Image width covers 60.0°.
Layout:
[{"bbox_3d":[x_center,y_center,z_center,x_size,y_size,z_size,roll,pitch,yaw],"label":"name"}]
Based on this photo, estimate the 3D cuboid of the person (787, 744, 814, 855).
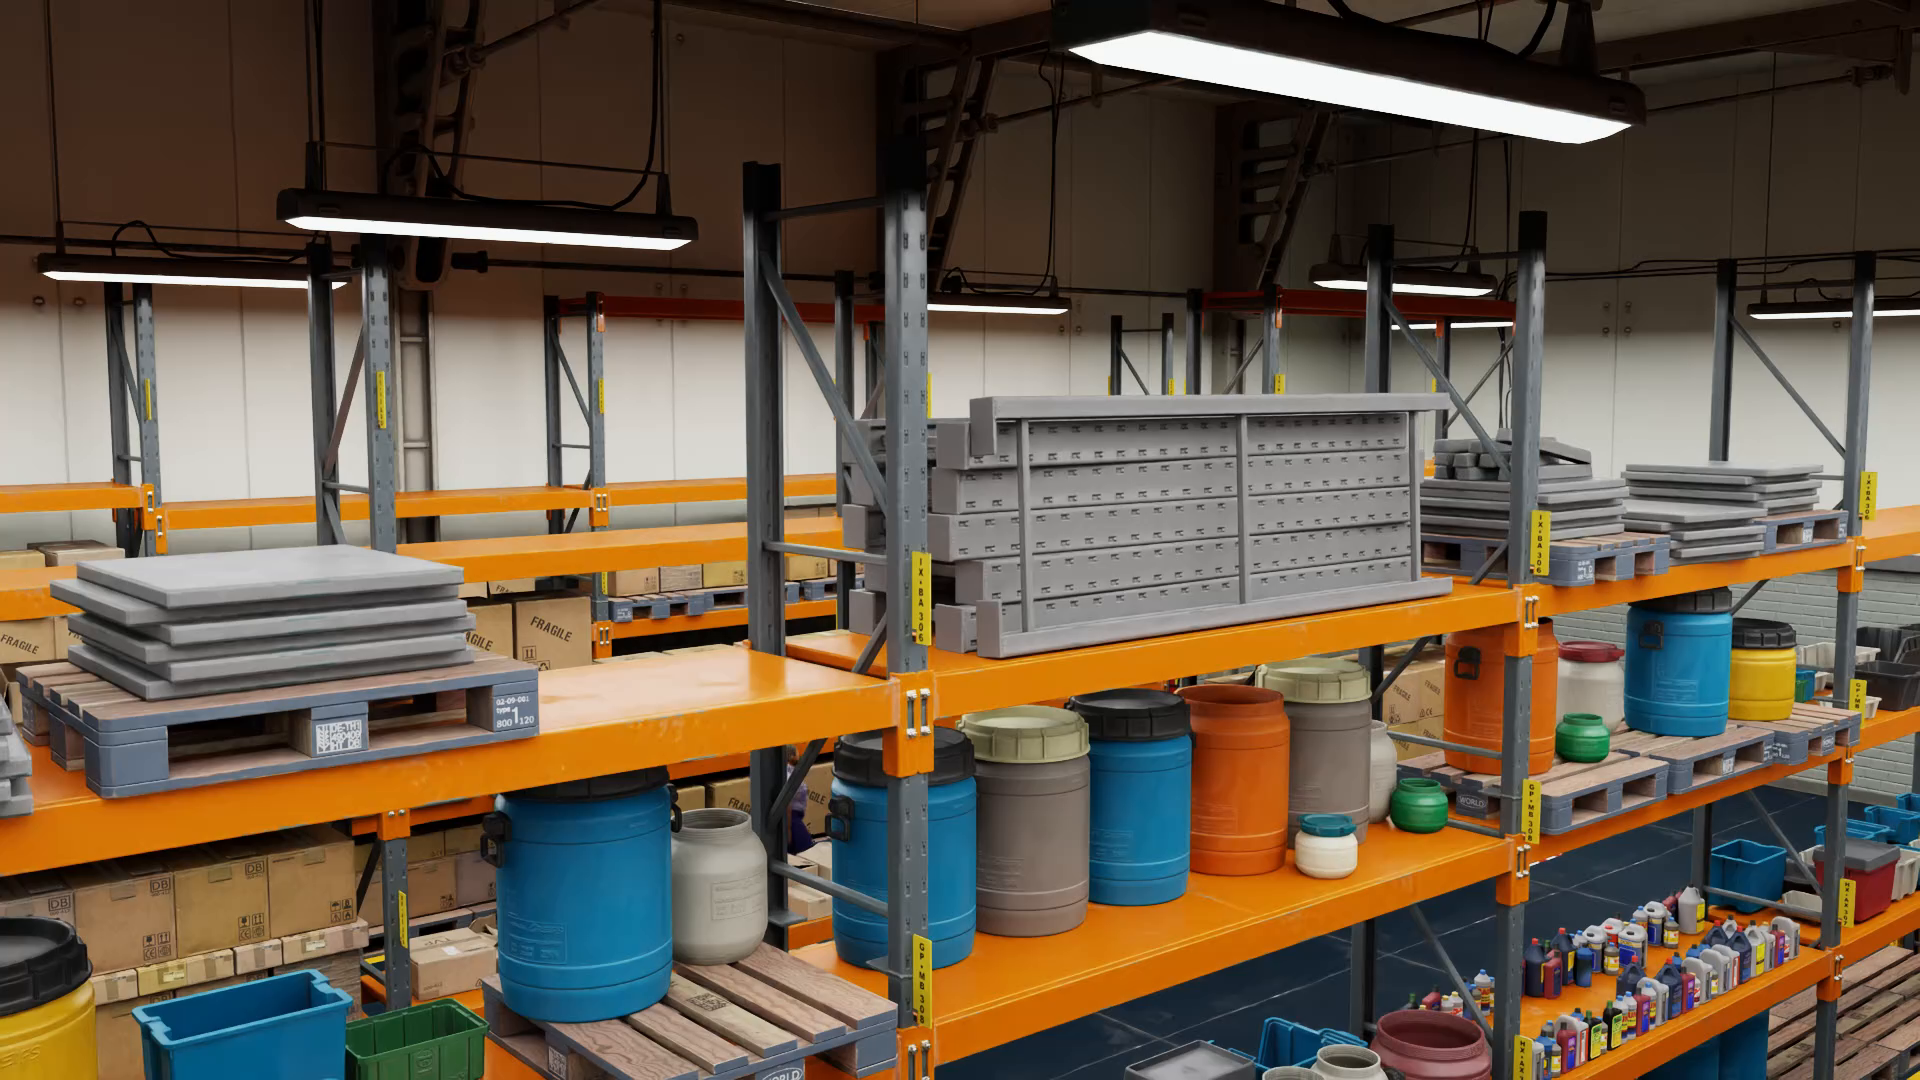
[{"bbox_3d":[-1.688,2.782,16.225,0.490,1.632,0.524,-2,6,-23],"label":"person"}]
